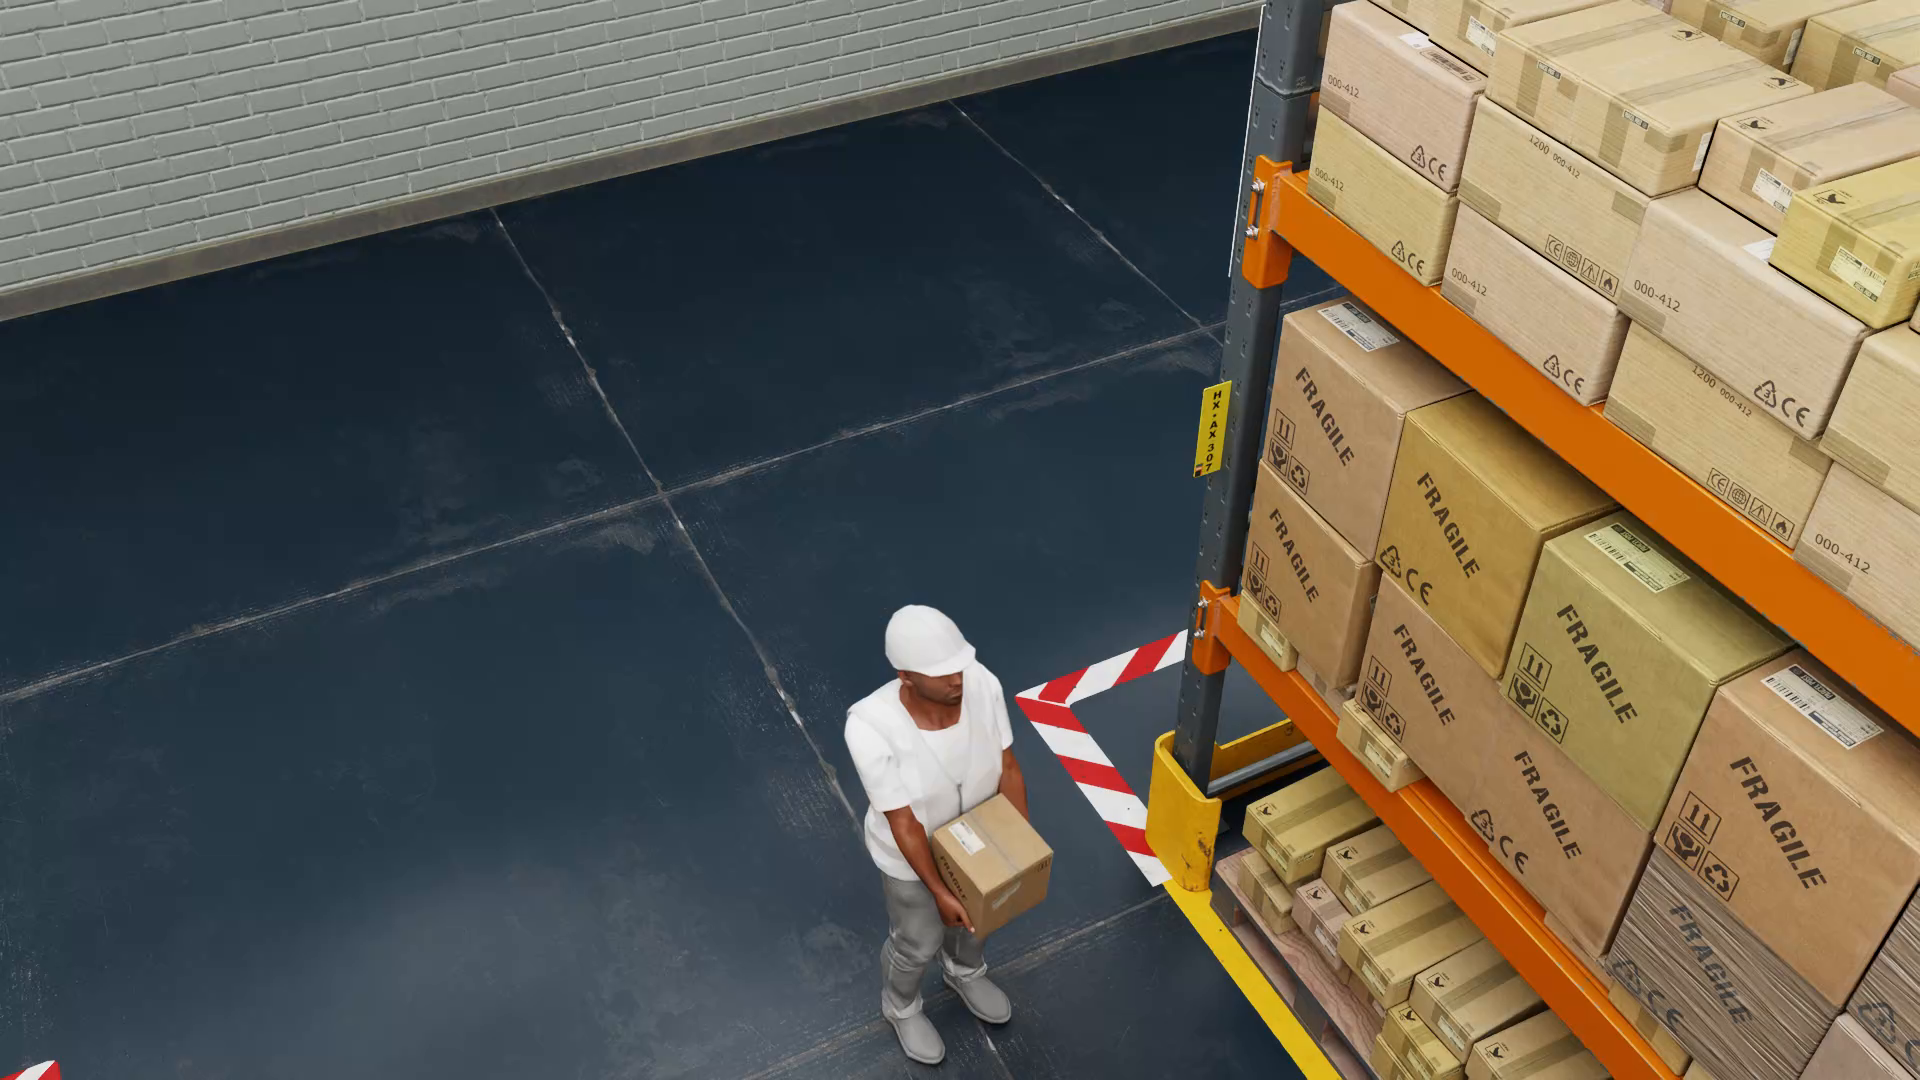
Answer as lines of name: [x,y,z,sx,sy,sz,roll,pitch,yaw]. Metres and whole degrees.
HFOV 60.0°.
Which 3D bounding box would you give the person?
person: [-0.012,0.958,5.043,0.502,1.761,0.577,-26,47,-27]
